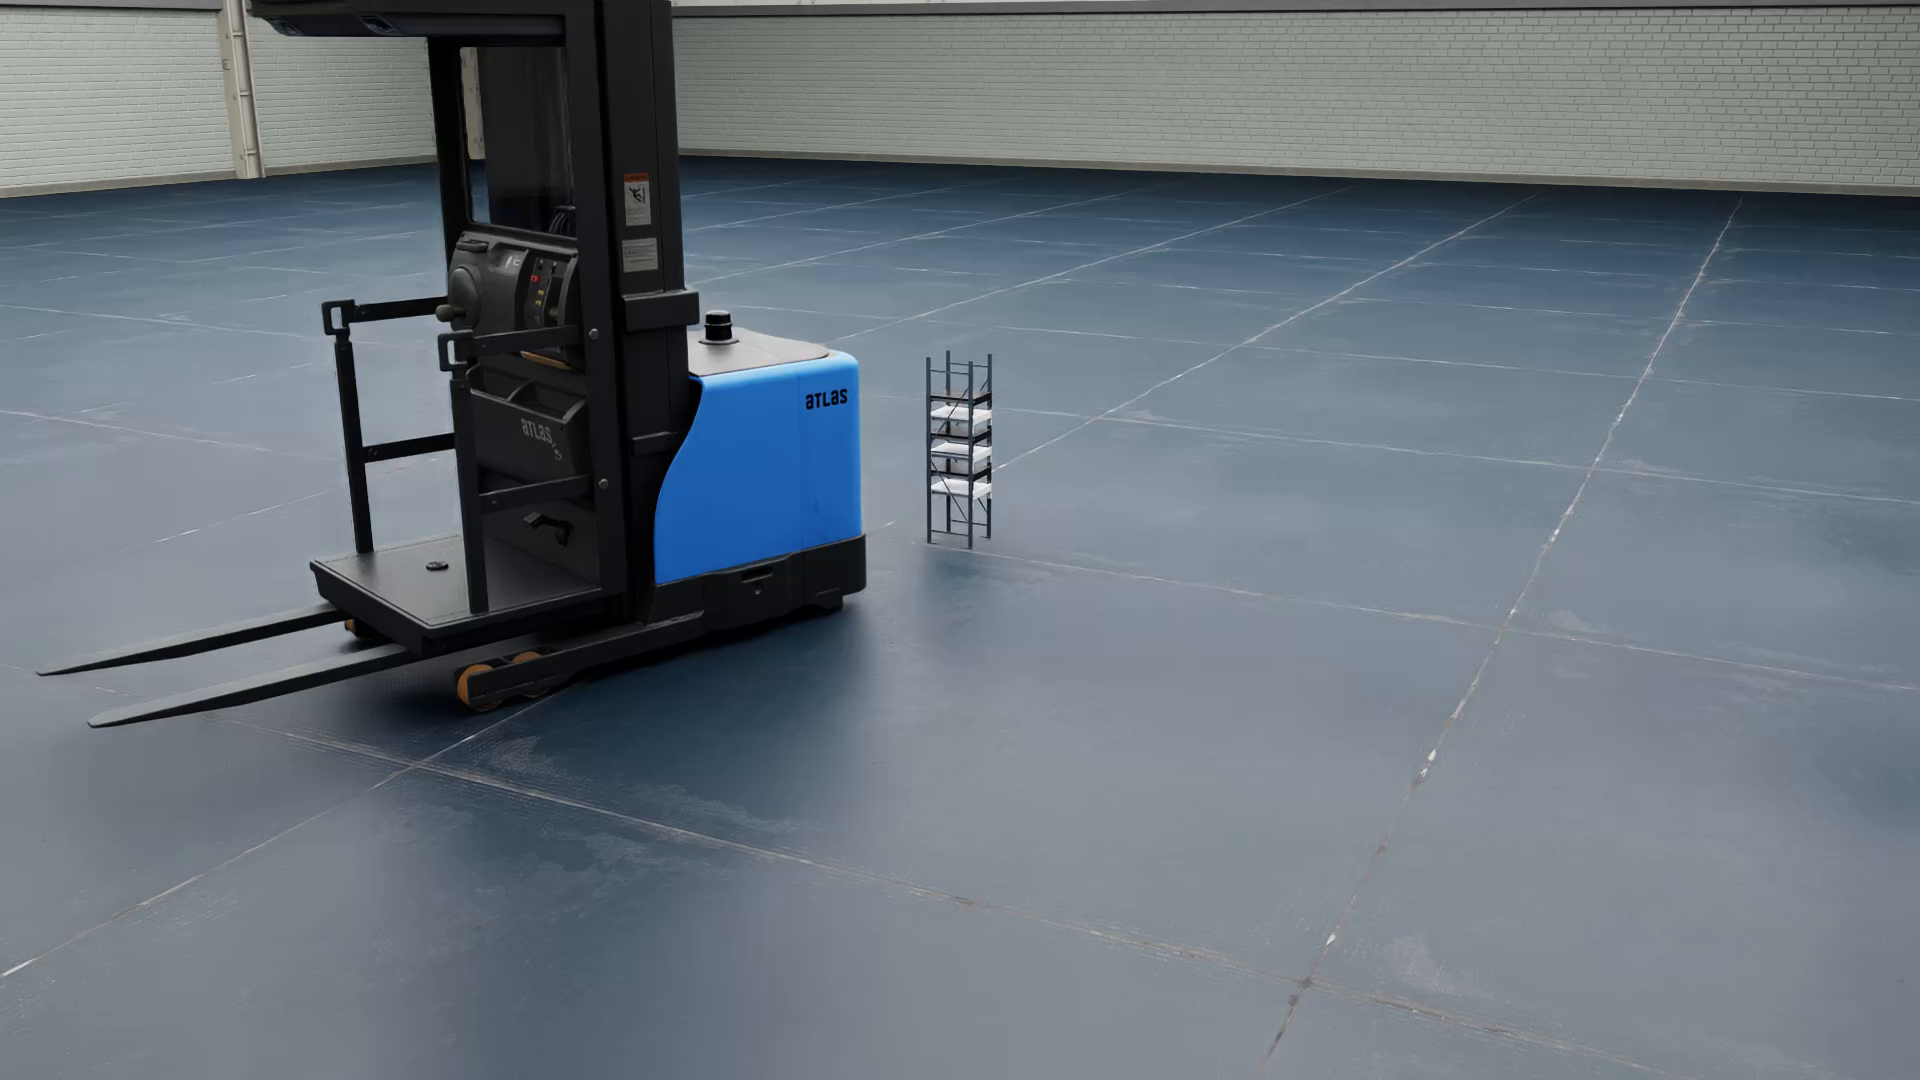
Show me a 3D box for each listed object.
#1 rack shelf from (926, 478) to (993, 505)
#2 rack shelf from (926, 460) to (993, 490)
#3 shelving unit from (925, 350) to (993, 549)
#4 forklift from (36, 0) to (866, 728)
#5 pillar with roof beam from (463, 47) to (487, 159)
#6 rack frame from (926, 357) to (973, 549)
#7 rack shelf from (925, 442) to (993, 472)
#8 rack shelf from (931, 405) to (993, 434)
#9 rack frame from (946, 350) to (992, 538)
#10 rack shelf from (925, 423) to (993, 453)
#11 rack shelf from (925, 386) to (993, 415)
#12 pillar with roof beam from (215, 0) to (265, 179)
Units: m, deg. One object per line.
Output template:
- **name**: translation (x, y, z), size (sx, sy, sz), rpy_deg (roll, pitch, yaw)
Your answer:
- **rack shelf**: translation (-0.004, -0.225, 7.950), size (0.258, 0.077, 0.200), rpy_deg (8, 18, 25)
- **rack shelf**: translation (-0.004, -0.311, 7.924), size (0.258, 0.077, 0.200), rpy_deg (8, 18, 25)
- **shelving unit**: translation (-0.004, -0.429, 7.889), size (0.258, 0.900, 0.210), rpy_deg (8, 18, 25)
- **forklift**: translation (-1.836, -0.959, 6.104), size (3.031, 2.935, 1.130), rpy_deg (-14, 22, -40)
- **pillar with roof beam**: translation (-6.298, -11.844, 32.095), size (9.100, 9.000, 0.400), rpy_deg (8, 18, 25)
- **rack frame**: translation (-0.049, -0.403, 7.802), size (0.240, 0.900, 0.006), rpy_deg (8, 18, 25)
- **rack shelf**: translation (-0.004, -0.397, 7.899), size (0.258, 0.077, 0.200), rpy_deg (8, 18, 25)
- **rack shelf**: translation (-0.004, -0.570, 7.848), size (0.258, 0.077, 0.200), rpy_deg (8, 18, 25)
- **rack frame**: translation (0.042, -0.455, 7.976), size (0.240, 0.900, 0.006), rpy_deg (8, 18, 25)
- **rack shelf**: translation (-0.004, -0.484, 7.873), size (0.258, 0.077, 0.200), rpy_deg (8, 18, 25)
- **rack shelf**: translation (-0.004, -0.656, 7.822), size (0.258, 0.077, 0.200), rpy_deg (8, 18, 25)
- **pillar with roof beam**: translation (-8.979, -10.315, 26.950), size (9.100, 9.000, 0.400), rpy_deg (8, 18, 25)
